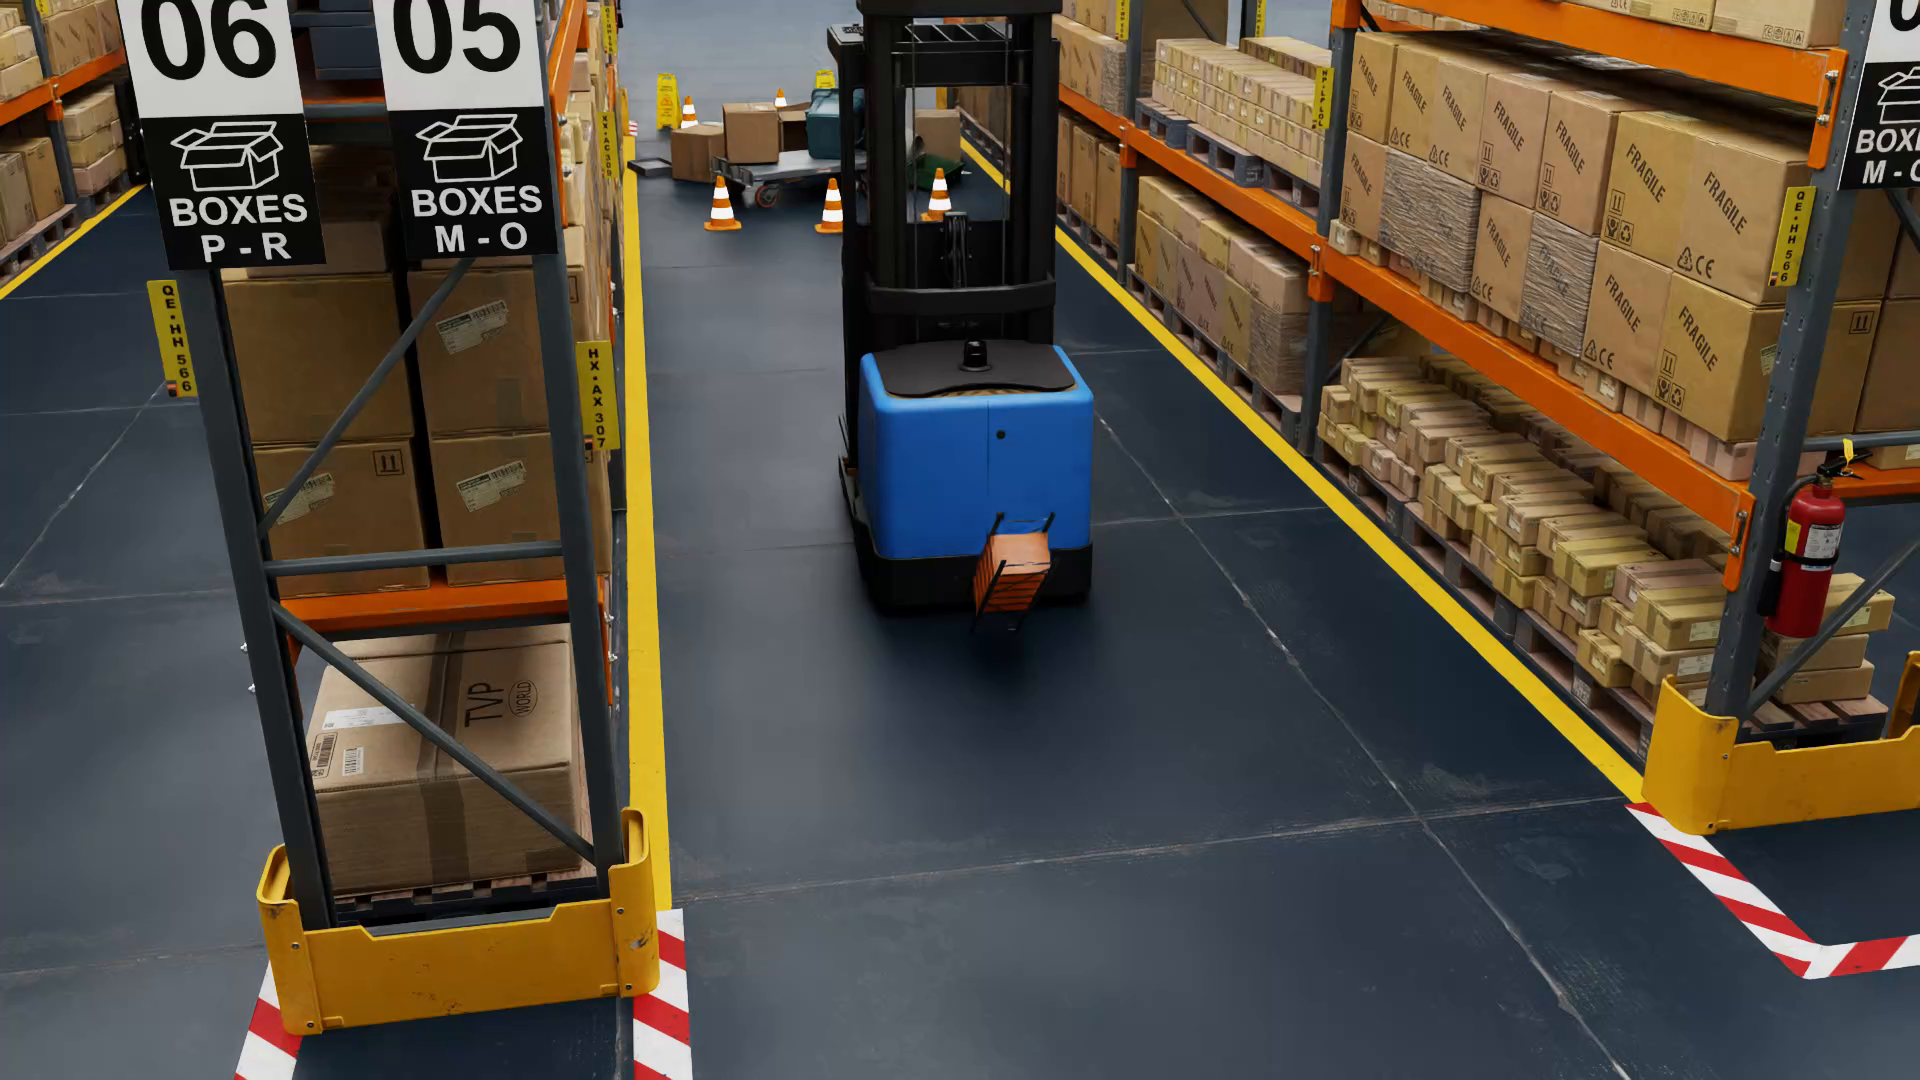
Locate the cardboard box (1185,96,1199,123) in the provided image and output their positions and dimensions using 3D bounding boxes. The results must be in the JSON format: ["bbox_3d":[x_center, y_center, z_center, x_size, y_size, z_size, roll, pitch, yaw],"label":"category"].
[{"bbox_3d":[1.819,-3.061,11.800,0.380,0.149,0.250,-3,24,-7],"label":"cardboard box"}]

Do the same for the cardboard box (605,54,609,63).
[{"bbox_3d":[-3.271,-4.251,14.525,0.380,0.149,0.250,-4,24,-9],"label":"cardboard box"}]

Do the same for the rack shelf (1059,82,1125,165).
[{"bbox_3d":[1.414,-3.949,14.944,1.077,0.370,4.000,-4,24,-10],"label":"rack shelf"}]

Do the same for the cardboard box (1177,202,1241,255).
[{"bbox_3d":[1.846,-2.199,11.698,0.500,0.250,0.500,-4,24,-9],"label":"cardboard box"}]

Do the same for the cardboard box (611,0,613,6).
[{"bbox_3d":[-3.994,-5.828,17.849,0.500,0.500,0.500,-4,24,-10],"label":"cardboard box"}]

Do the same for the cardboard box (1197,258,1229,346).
[{"bbox_3d":[1.953,-1.642,11.361,0.500,0.500,0.500,-5,24,-11],"label":"cardboard box"}]

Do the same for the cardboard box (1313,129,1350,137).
[{"bbox_3d":[2.257,-2.412,9.572,0.380,0.149,0.250,-3,24,-7],"label":"cardboard box"}]

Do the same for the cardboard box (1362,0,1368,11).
[{"bbox_3d":[5.074,-6.522,20.250,0.380,0.149,0.250,-4,24,-10],"label":"cardboard box"}]

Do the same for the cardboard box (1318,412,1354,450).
[{"bbox_3d":[2.275,-0.638,9.500,0.380,0.149,0.250,-5,24,-12],"label":"cardboard box"}]

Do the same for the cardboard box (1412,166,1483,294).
[{"bbox_3d":[2.523,-1.493,7.924,0.500,0.500,0.500,-5,24,-11],"label":"cardboard box"}]

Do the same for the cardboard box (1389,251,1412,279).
[{"bbox_3d":[2.476,-1.471,8.685,0.380,0.149,0.250,-5,24,-12],"label":"cardboard box"}]

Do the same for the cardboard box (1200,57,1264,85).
[{"bbox_3d":[1.872,-3.233,11.452,0.380,0.149,0.250,-3,24,-7],"label":"cardboard box"}]

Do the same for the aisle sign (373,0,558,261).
[{"bbox_3d":[-1.285,-1.124,4.328,0.394,0.787,0.004,-4,24,-10],"label":"aisle sign"}]

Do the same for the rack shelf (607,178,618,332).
[{"bbox_3d":[-2.693,-1.970,10.412,1.077,0.370,4.000,-4,24,-10],"label":"rack shelf"}]

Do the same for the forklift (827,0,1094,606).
[{"bbox_3d":[-0.091,-1.590,8.727,1.130,2.935,3.031,-3,24,-8],"label":"forklift"}]

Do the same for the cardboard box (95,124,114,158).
[{"bbox_3d":[-8.561,-3.863,16.134,0.500,0.250,0.500,-4,24,-10],"label":"cardboard box"}]

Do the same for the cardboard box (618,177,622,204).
[{"bbox_3d":[-3.567,-3.159,14.994,0.950,0.372,0.625,-3,24,-6],"label":"cardboard box"}]

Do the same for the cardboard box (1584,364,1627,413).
[{"bbox_3d":[2.784,-0.635,6.769,0.380,0.149,0.250,-4,24,-8],"label":"cardboard box"}]

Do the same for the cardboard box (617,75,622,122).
[{"bbox_3d":[-3.851,-4.602,17.512,0.500,0.500,0.500,-3,24,-7],"label":"cardboard box"}]

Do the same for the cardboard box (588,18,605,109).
[{"bbox_3d":[-2.522,-3.009,10.518,0.500,0.500,0.500,-4,24,-10],"label":"cardboard box"}]

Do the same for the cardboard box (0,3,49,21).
[{"bbox_3d":[-8.480,-4.779,15.009,0.380,0.149,0.250,-5,24,-11],"label":"cardboard box"}]

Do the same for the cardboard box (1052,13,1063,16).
[{"bbox_3d":[0.971,-4.686,15.607,0.500,0.500,0.500,-4,24,-9],"label":"cardboard box"}]

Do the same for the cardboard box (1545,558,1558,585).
[{"bbox_3d":[2.838,0.128,7.375,0.380,0.149,0.250,-5,24,-10],"label":"cardboard box"}]

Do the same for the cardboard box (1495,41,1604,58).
[{"bbox_3d":[2.977,-2.192,8.274,0.500,0.500,0.500,-5,24,-11],"label":"cardboard box"}]

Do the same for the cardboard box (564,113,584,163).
[{"bbox_3d":[-1.622,-1.514,6.284,0.380,0.149,0.250,-5,24,-11],"label":"cardboard box"}]

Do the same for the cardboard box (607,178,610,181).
[{"bbox_3d":[-2.318,-2.271,9.764,0.500,0.250,0.500,-4,24,-9],"label":"cardboard box"}]

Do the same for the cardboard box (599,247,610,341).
[{"bbox_3d":[-1.778,-0.997,7.159,0.500,0.500,0.500,-5,24,-11],"label":"cardboard box"}]

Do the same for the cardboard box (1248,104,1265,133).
[{"bbox_3d":[2.061,-2.686,10.569,0.380,0.149,0.250,-6,24,-12],"label":"cardboard box"}]

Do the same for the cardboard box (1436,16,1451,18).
[{"bbox_3d":[5.512,-5.741,18.461,0.380,0.149,0.250,-4,24,-10],"label":"cardboard box"}]

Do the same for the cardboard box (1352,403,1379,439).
[{"bbox_3d":[2.411,-0.682,9.230,0.380,0.149,0.250,-4,24,-9],"label":"cardboard box"}]

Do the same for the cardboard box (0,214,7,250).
[{"bbox_3d":[-8.295,-2.589,13.373,0.875,0.625,0.625,-5,24,-12],"label":"cardboard box"}]

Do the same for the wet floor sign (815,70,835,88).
[{"bbox_3d":[-1.647,-5.425,20.365,0.267,0.644,0.232,-9,25,-19],"label":"wet floor sign"}]

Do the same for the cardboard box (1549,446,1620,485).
[{"bbox_3d":[3.096,-0.344,8.083,0.380,0.149,0.250,-4,24,-10],"label":"cardboard box"}]

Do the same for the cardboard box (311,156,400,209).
[{"bbox_3d":[-2.054,-1.163,5.480,0.380,0.149,0.250,-4,24,-9],"label":"cardboard box"}]

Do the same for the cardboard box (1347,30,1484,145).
[{"bbox_3d":[2.367,-2.364,8.669,0.500,0.500,0.500,-4,24,-8],"label":"cardboard box"}]

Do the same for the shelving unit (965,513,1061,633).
[{"bbox_3d":[0.213,0.162,7.218,0.258,0.189,1.200,-3,-17,-7],"label":"shelving unit"}]

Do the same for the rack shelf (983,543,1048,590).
[{"bbox_3d":[0.234,0.105,7.032,0.258,0.180,0.103,-3,-17,-7],"label":"rack shelf"}]

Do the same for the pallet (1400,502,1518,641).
[{"bbox_3d":[2.911,0.101,8.254,1.003,0.211,1.213,-4,24,-10],"label":"pallet"}]

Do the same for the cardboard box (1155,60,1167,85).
[{"bbox_3d":[1.675,-3.501,12.436,0.380,0.149,0.250,-3,24,-7],"label":"cardboard box"}]

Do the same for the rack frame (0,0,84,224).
[{"bbox_3d":[-8.680,-4.291,14.827,1.000,3.000,0.127,-4,24,-10],"label":"rack frame"}]

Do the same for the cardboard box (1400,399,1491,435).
[{"bbox_3d":[2.542,-0.617,8.710,0.380,0.149,0.250,-5,24,-11],"label":"cardboard box"}]

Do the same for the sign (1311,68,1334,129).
[{"bbox_3d":[1.978,-2.407,9.067,0.100,0.325,0.005,-4,24,-10],"label":"sign"}]

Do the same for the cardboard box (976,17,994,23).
[{"bbox_3d":[0.659,-5.916,18.359,0.875,0.550,0.500,-4,24,-10],"label":"cardboard box"}]

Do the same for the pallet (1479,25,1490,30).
[{"bbox_3d":[5.935,-4.994,16.676,1.003,0.211,1.213,-4,24,-10],"label":"pallet"}]

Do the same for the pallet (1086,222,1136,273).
[{"bbox_3d":[1.712,-2.530,14.280,1.003,0.211,1.213,-4,24,-10],"label":"pallet"}]

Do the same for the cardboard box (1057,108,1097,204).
[{"bbox_3d":[1.422,-3.610,15.554,1.050,0.750,0.750,-4,24,-10],"label":"cardboard box"}]

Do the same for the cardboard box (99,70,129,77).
[{"bbox_3d":[-8.927,-4.896,17.875,0.500,0.250,0.500,-4,24,-9],"label":"cardboard box"}]

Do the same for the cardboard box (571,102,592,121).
[{"bbox_3d":[-1.878,-1.652,7.410,0.500,0.500,0.500,-5,24,-11],"label":"cardboard box"}]

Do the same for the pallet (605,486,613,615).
[{"bbox_3d":[-2.259,0.070,8.326,1.003,0.211,1.213,-4,24,-10],"label":"pallet"}]

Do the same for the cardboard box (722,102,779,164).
[{"bbox_3d":[-2.059,-4.005,16.349,0.500,0.500,0.500,-4,24,-10],"label":"cardboard box"}]

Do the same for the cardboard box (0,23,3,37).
[{"bbox_3d":[-8.160,-4.222,13.734,0.380,0.149,0.250,-5,24,-11],"label":"cardboard box"}]

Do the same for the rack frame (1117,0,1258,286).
[{"bbox_3d":[1.783,-3.492,12.999,1.000,3.000,0.127,-4,24,-10],"label":"rack frame"}]

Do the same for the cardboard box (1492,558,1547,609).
[{"bbox_3d":[2.682,0.181,7.625,0.380,0.149,0.250,-5,24,-12],"label":"cardboard box"}]

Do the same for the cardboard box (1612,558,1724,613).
[{"bbox_3d":[2.926,0.203,6.831,0.380,0.149,0.250,-4,24,-9],"label":"cardboard box"}]

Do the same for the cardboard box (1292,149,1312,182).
[{"bbox_3d":[2.206,-2.240,9.921,0.380,0.149,0.250,-4,24,-9],"label":"cardboard box"}]
